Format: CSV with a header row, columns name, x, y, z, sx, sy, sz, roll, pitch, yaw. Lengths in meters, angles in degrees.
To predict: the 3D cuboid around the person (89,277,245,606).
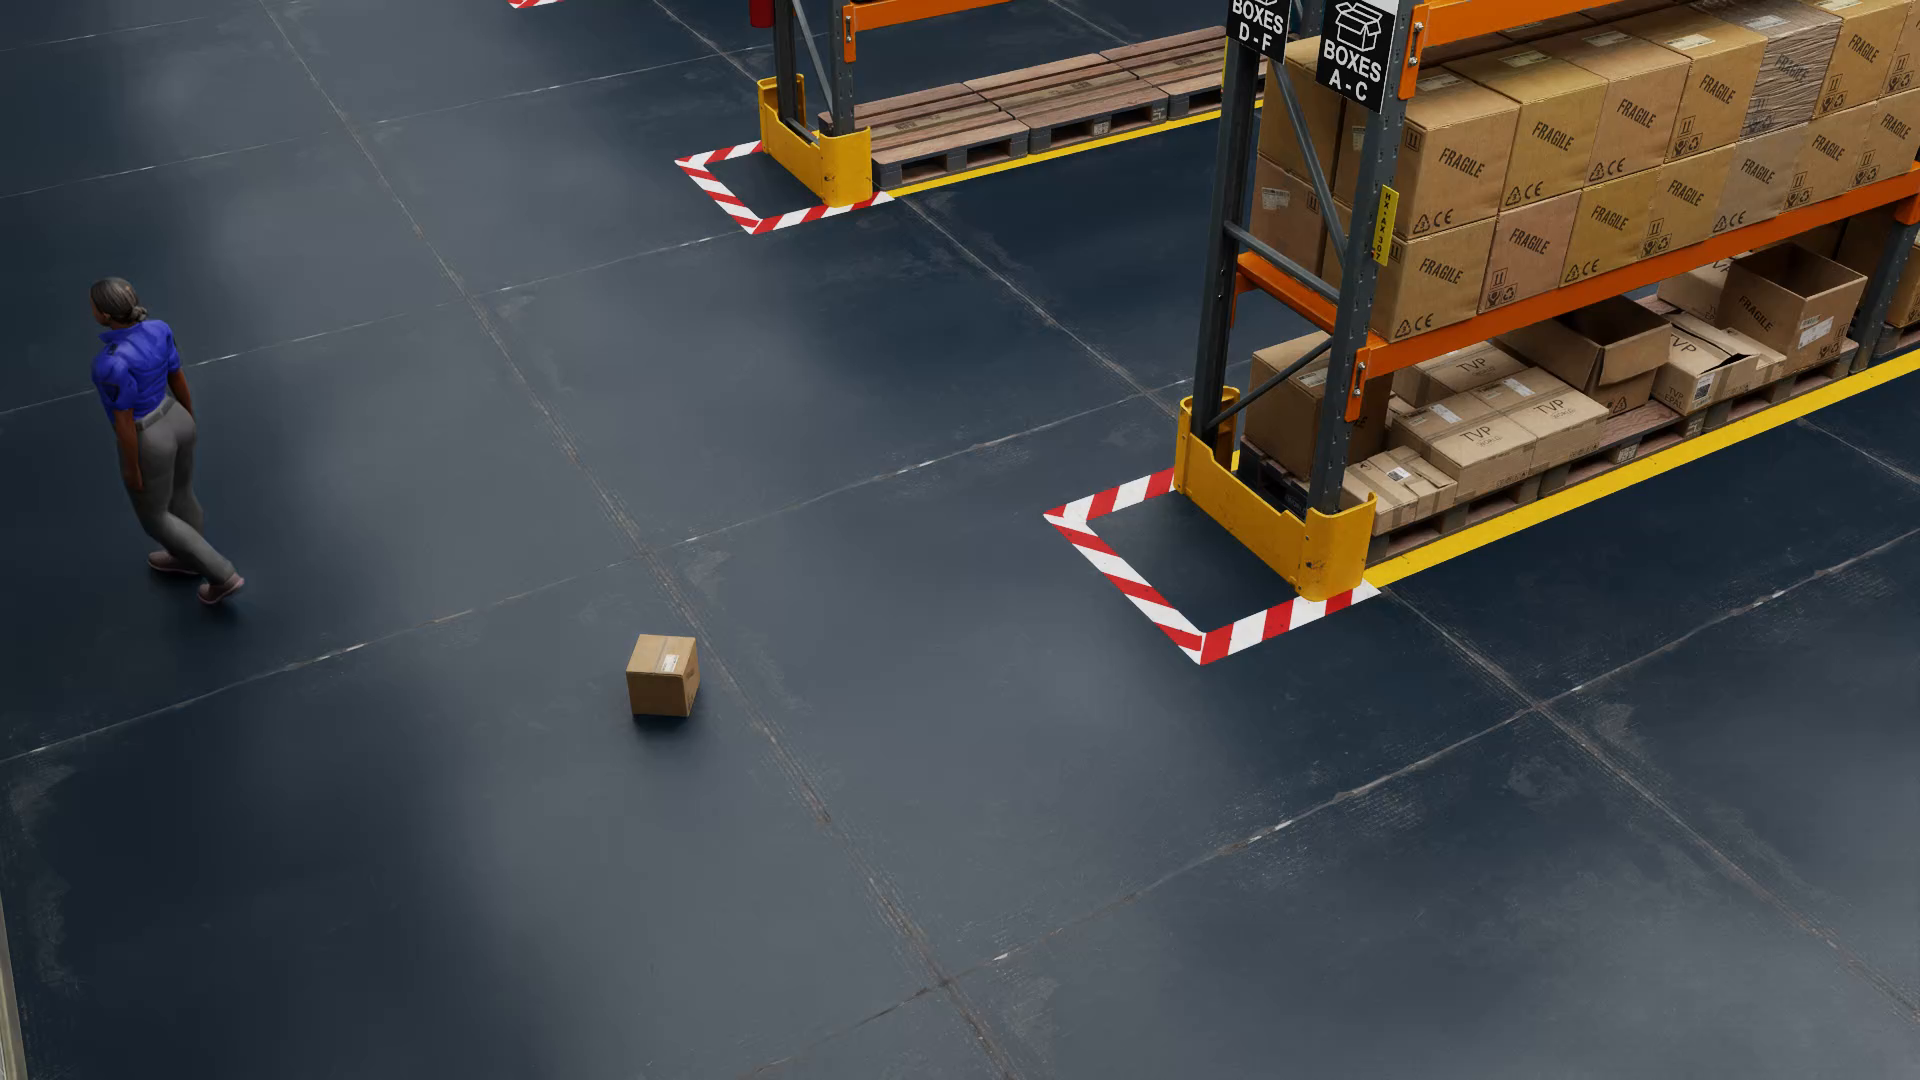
name,x,y,z,sx,sy,sz,roll,pitch,yaw
person,-3.639,-0.455,7.518,0.661,1.643,0.464,7,38,10
